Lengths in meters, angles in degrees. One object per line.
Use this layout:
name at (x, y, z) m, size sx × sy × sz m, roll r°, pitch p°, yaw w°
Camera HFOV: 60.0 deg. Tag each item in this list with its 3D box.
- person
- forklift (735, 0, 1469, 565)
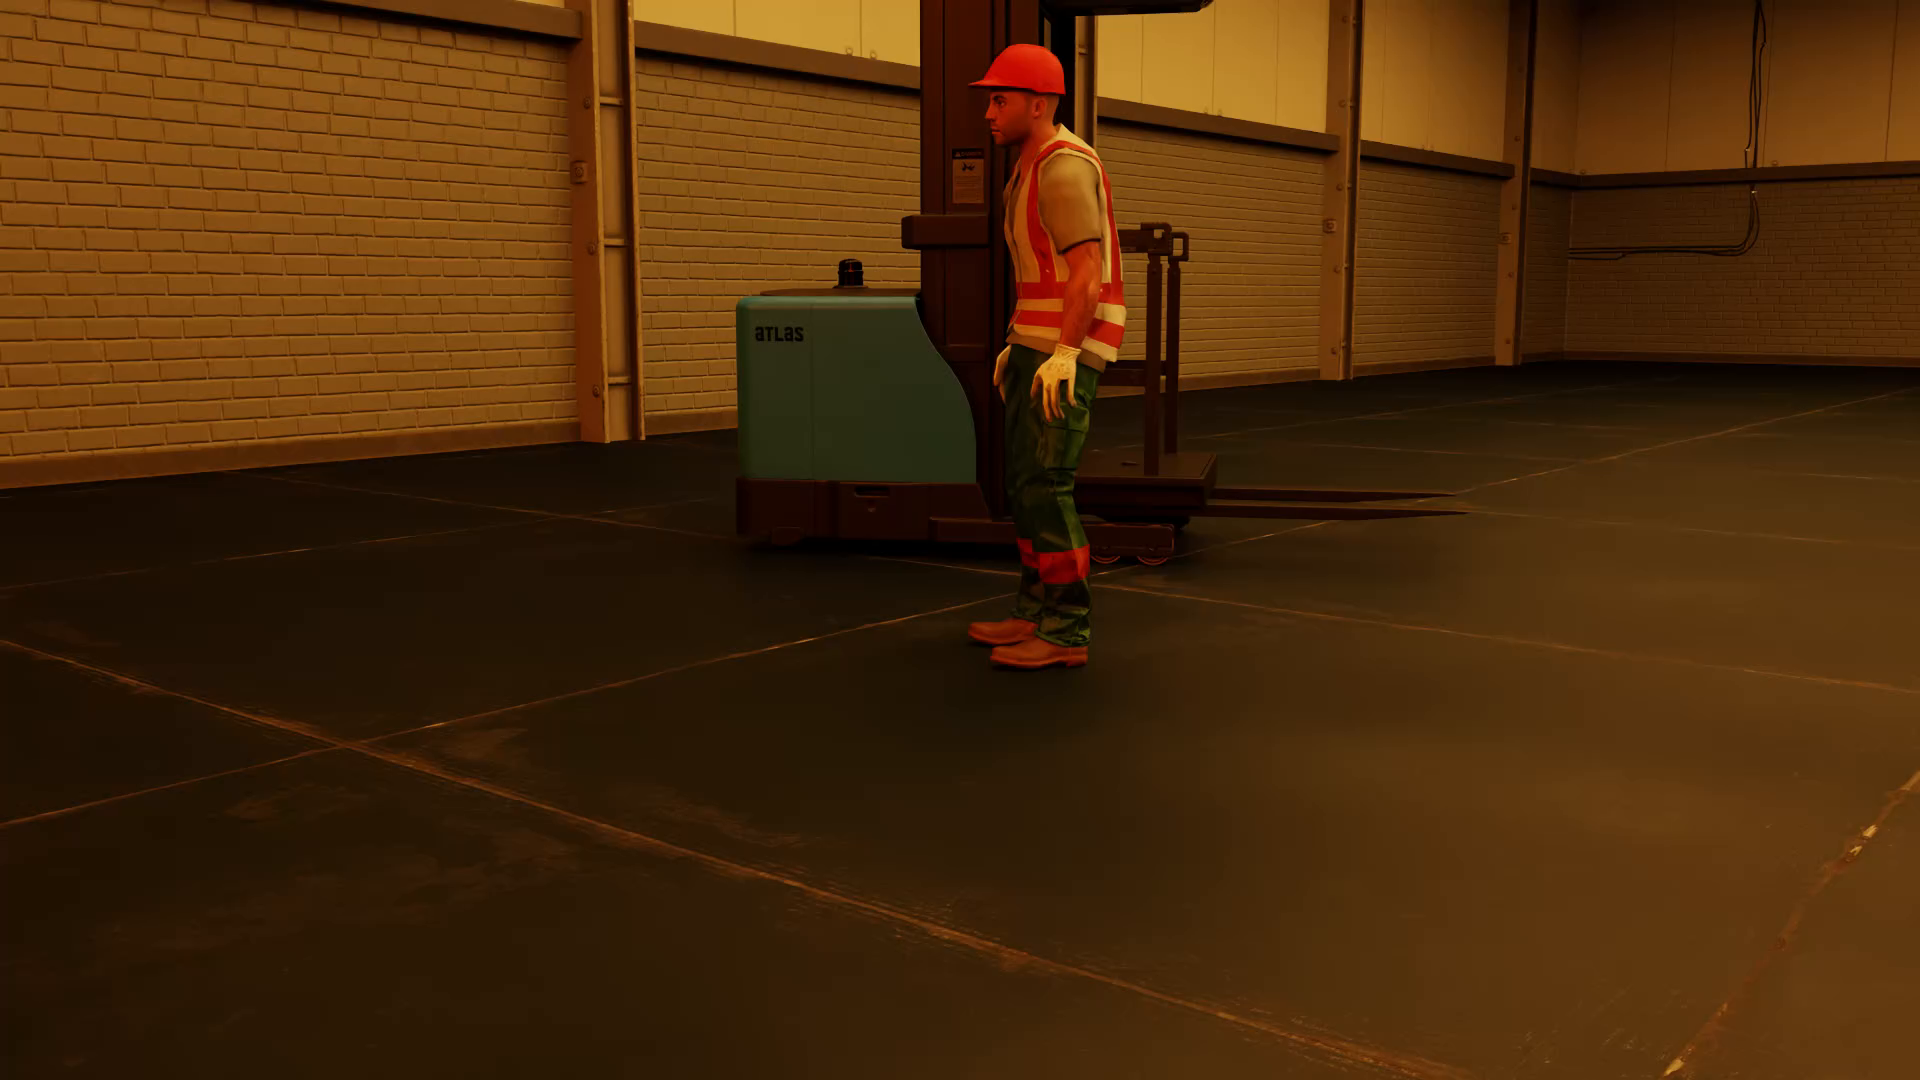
person at (0.238, -0.524, 4.855) m, size 0.450 × 1.779 × 0.619 m, roll -2°, pitch 8°, yaw -10°
forklift at (0.611, -1.432, 7.068) m, size 3.031 × 2.935 × 1.130 m, roll 2°, pitch 8°, yaw 12°
